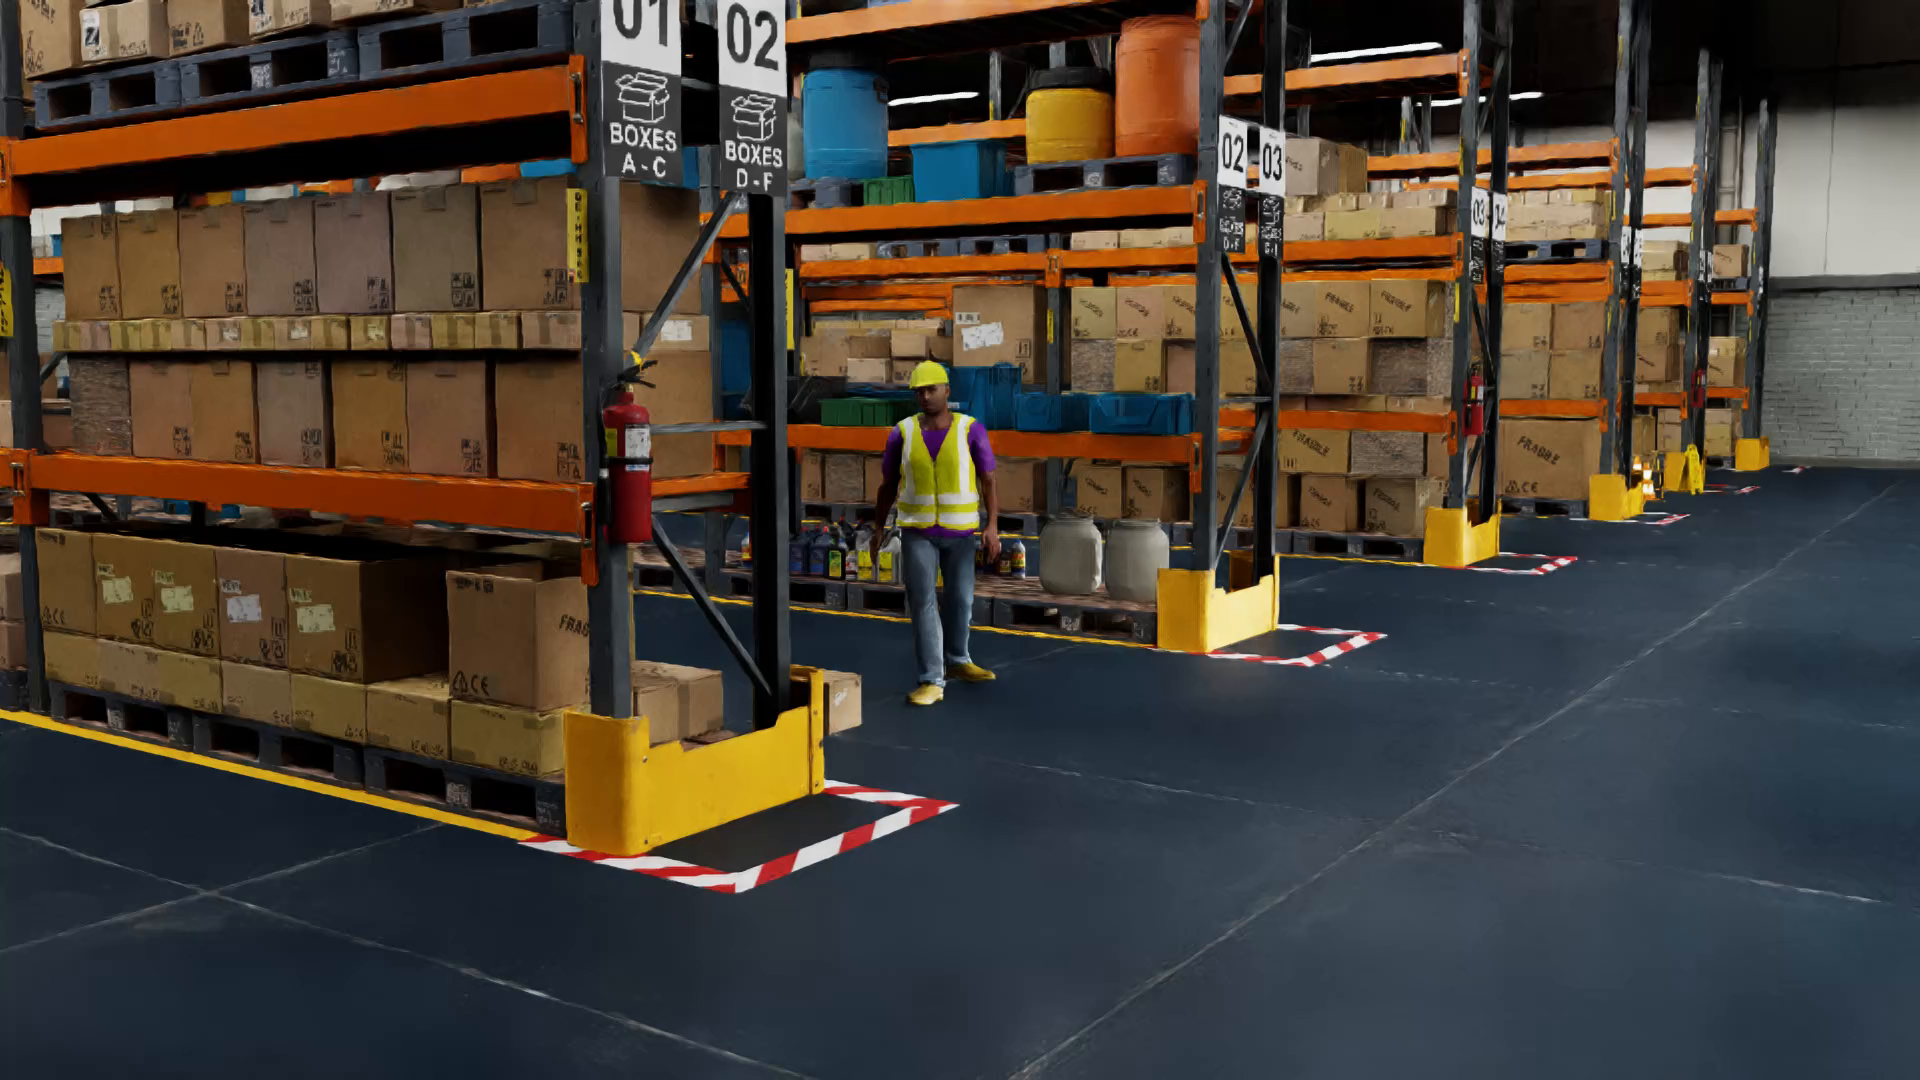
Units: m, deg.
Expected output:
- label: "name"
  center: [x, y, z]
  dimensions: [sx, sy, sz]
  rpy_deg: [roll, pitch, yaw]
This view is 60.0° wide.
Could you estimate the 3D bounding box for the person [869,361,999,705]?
- label: "person"
  center: [-0.137, -0.054, 8.694]
  dimensions: [0.681, 1.758, 0.682]
  rpy_deg: [0, 6, 0]
